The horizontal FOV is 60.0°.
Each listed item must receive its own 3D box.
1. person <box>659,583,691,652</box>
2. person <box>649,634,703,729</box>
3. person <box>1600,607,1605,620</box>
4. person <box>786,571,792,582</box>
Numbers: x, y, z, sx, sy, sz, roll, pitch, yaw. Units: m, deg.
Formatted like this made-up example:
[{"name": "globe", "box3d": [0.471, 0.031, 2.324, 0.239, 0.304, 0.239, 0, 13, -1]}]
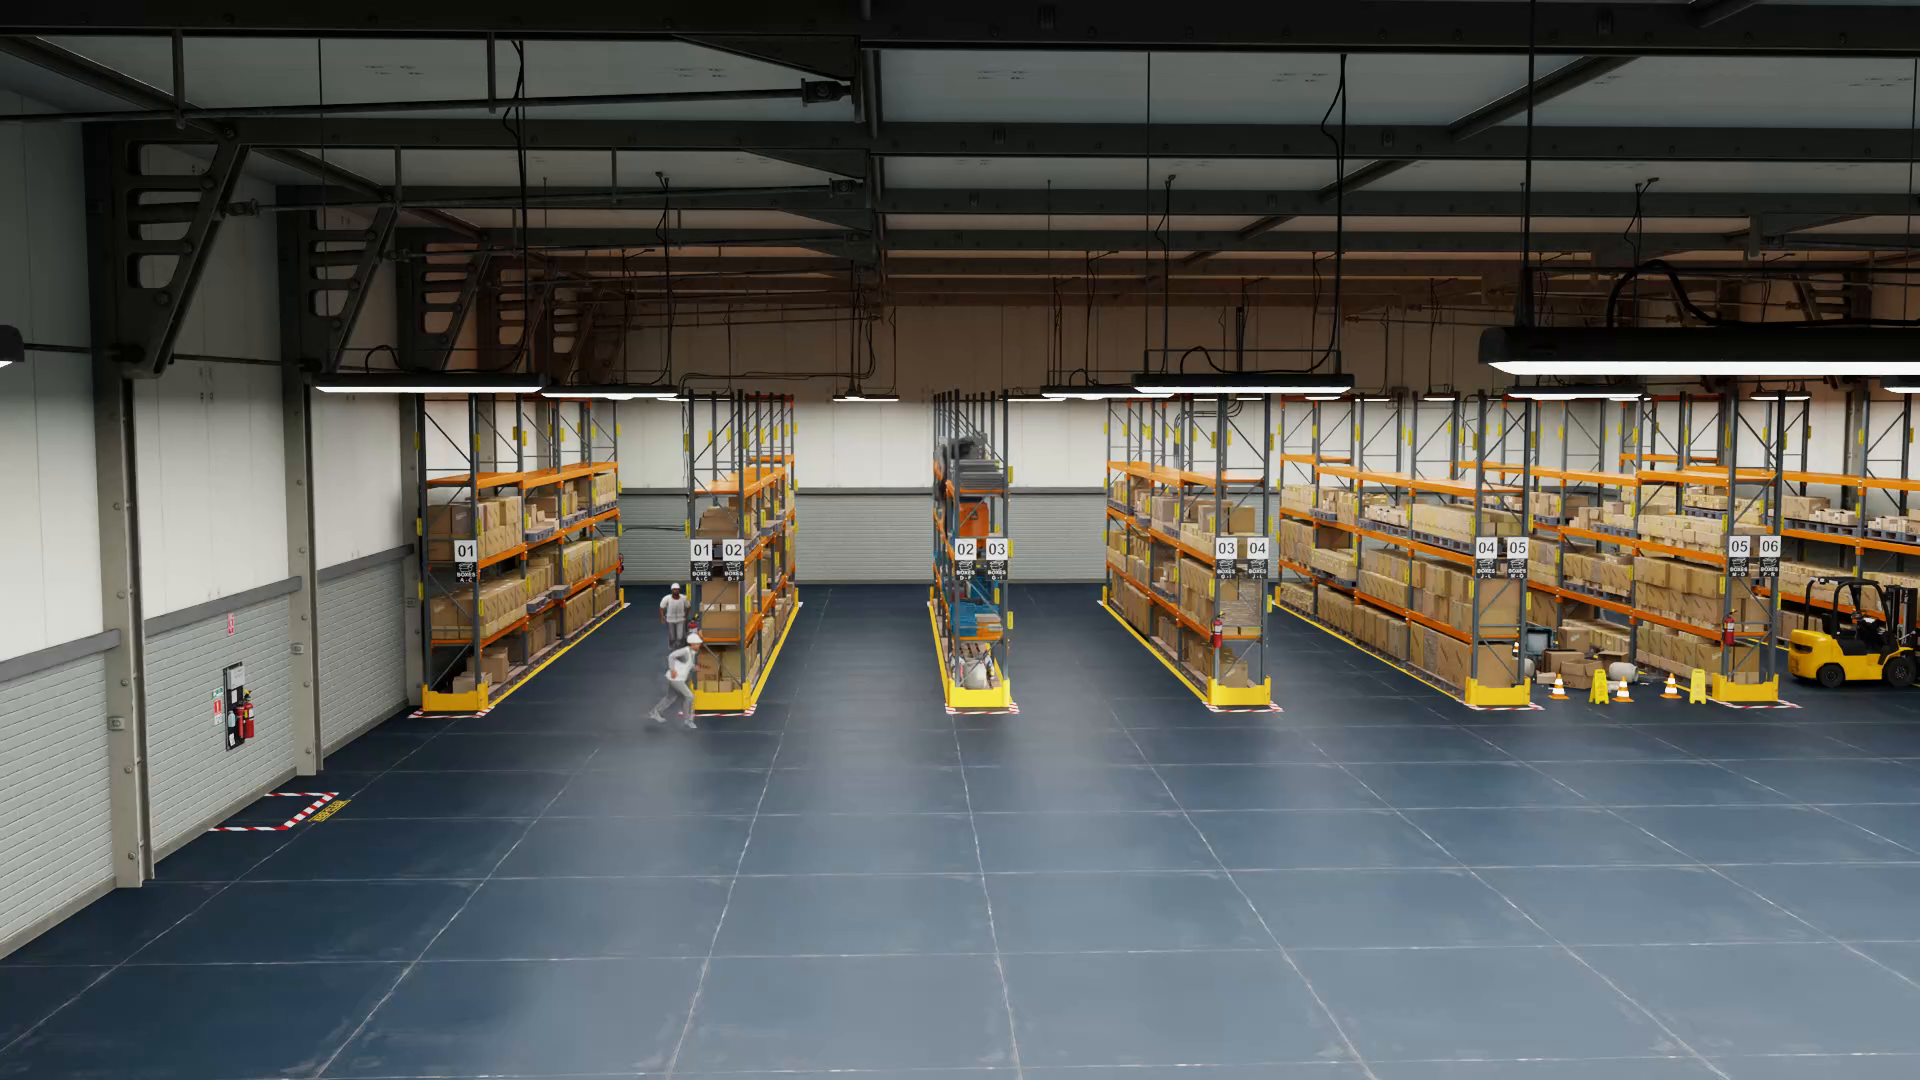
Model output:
[{"name": "person", "box3d": [-6.418, 1.821, 37.517, 0.714, 1.719, 0.643, -1, 5, -15]}, {"name": "person", "box3d": [-5.029, 2.503, 29.389, 1.024, 1.714, 0.704, 1, 5, 10]}, {"name": "person", "box3d": [16.500, 1.373, 43.385, 0.573, 1.660, 0.954, -1, 5, -11]}, {"name": "person", "box3d": [-5.181, 0.872, 49.241, 0.846, 1.702, 0.648, 4, 6, 39]}]
